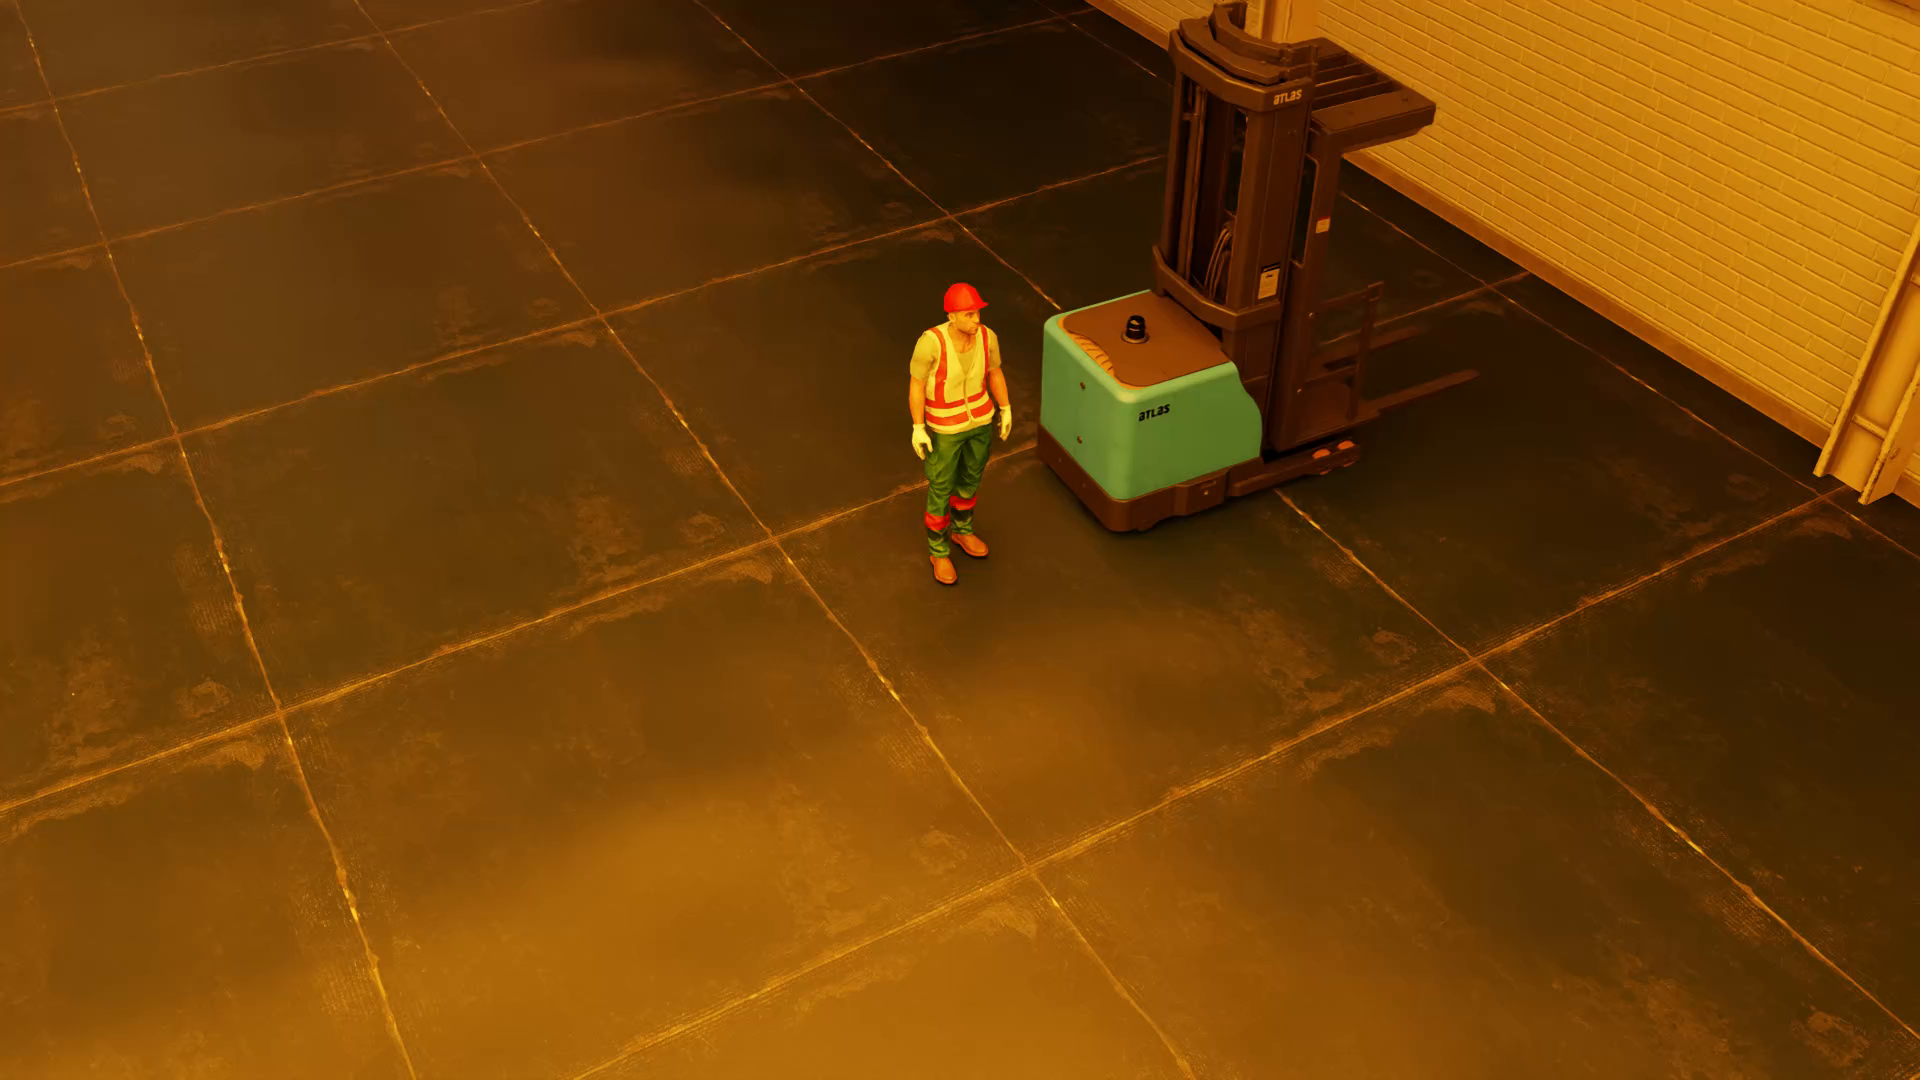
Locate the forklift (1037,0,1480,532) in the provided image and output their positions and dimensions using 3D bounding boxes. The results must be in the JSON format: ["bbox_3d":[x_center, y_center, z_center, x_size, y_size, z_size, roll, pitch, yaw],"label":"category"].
[{"bbox_3d":[2.055,-1.837,10.251,3.031,2.935,1.130,-18,43,-21],"label":"forklift"}]

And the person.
[{"bbox_3d":[0.038,-0.640,9.693,0.643,1.789,0.564,-18,43,-21],"label":"person"}]
